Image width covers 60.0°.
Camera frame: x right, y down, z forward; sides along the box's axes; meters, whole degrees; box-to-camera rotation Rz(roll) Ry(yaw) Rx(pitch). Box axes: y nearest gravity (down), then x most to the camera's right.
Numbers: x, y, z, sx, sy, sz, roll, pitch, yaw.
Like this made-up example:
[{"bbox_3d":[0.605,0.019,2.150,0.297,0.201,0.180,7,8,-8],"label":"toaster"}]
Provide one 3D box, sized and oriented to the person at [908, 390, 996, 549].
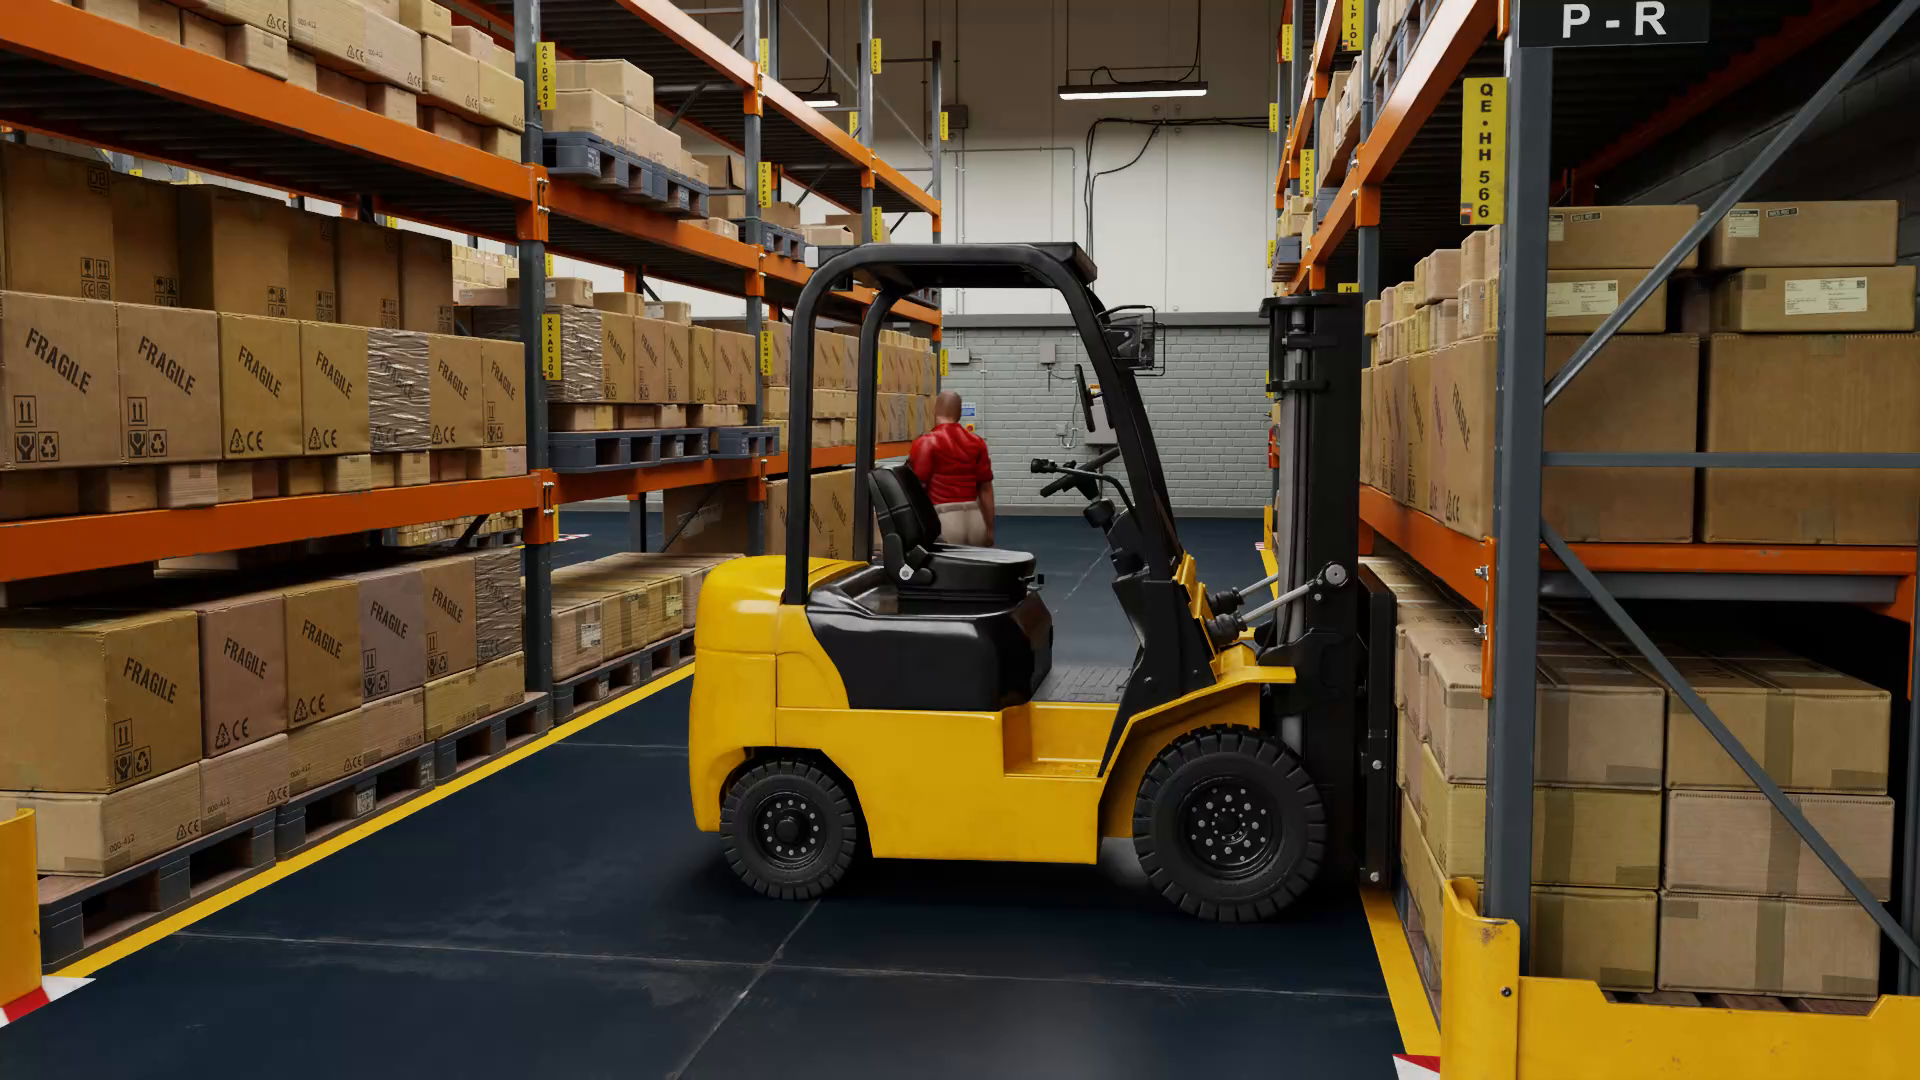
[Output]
[{"bbox_3d":[-0.066,-0.029,9.857,0.614,1.710,0.652,-4,6,-42],"label":"person"}]
